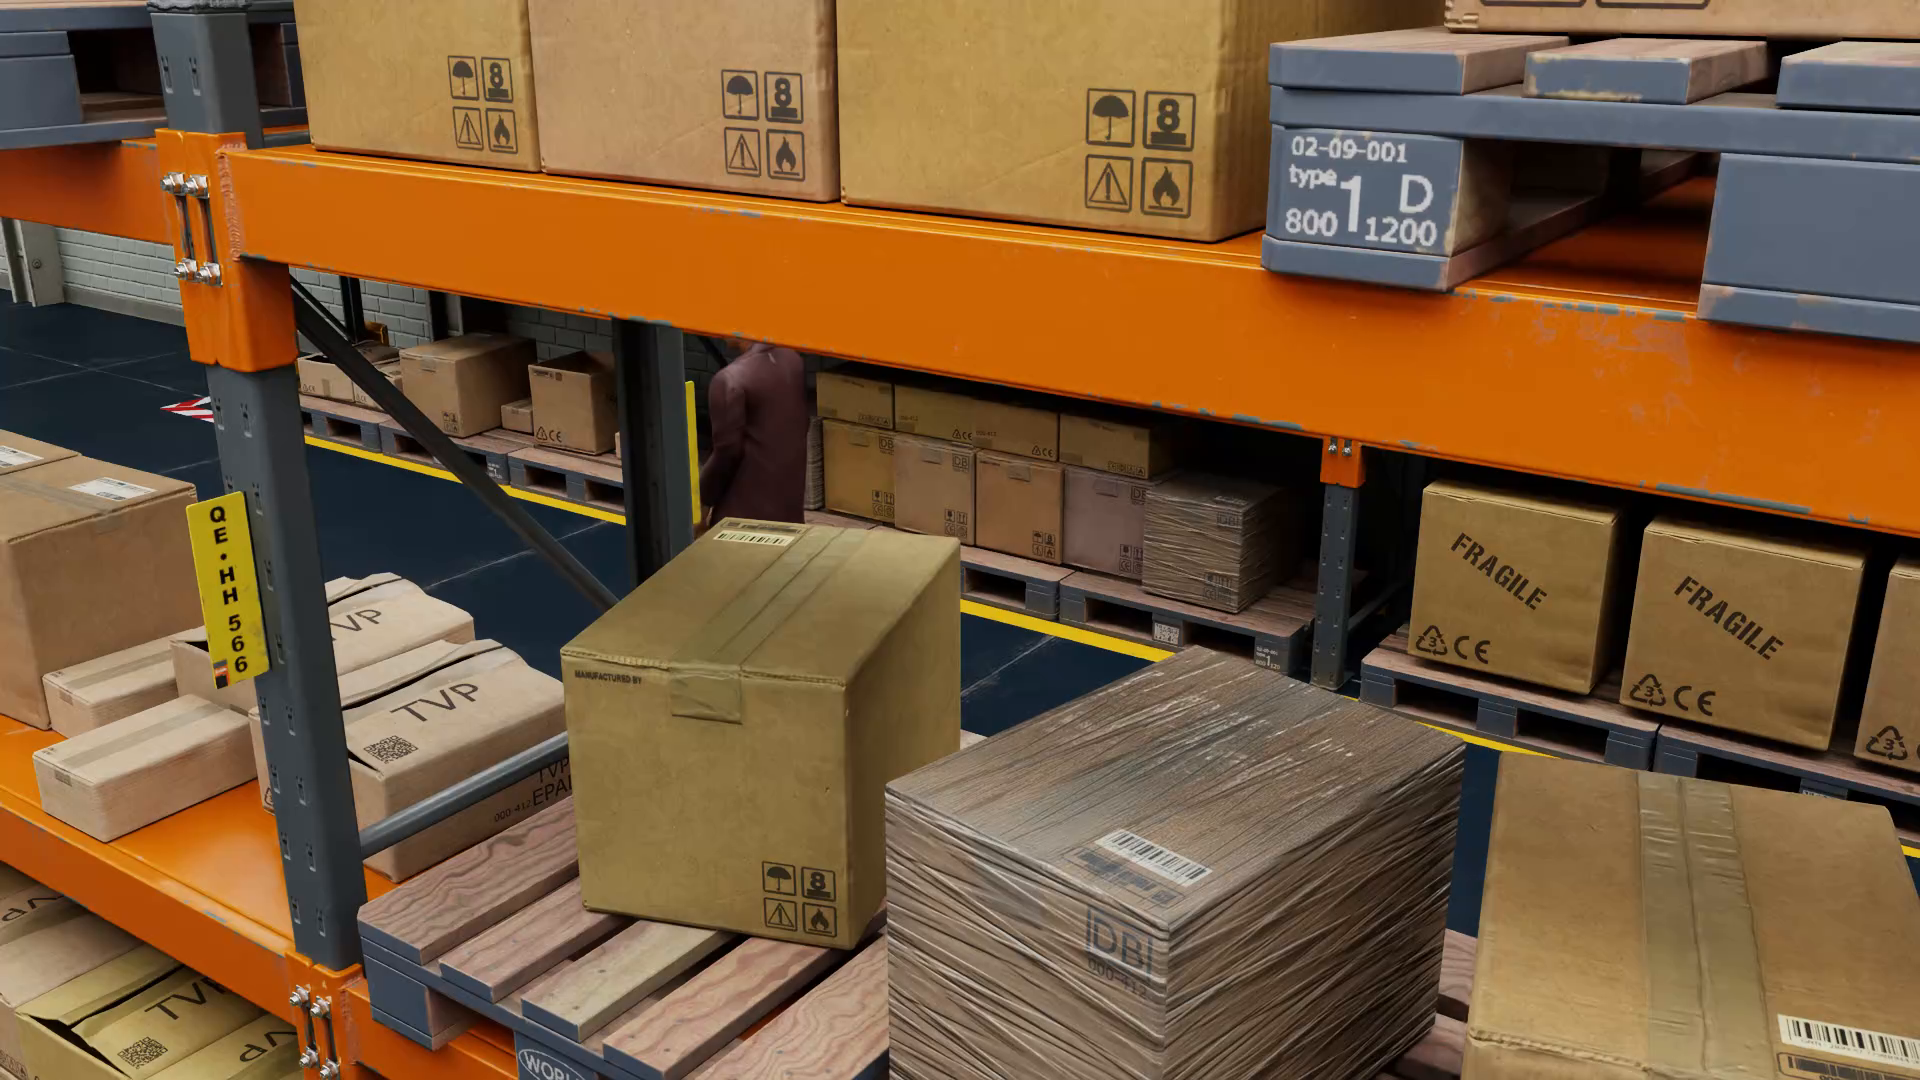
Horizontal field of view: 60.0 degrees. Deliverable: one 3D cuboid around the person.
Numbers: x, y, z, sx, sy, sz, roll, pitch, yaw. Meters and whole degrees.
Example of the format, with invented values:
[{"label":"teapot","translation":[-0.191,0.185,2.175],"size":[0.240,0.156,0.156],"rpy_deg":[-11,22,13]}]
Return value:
[{"label":"person","translation":[-0.874,-0.177,7.083],"size":[0.424,1.779,0.586],"rpy_deg":[12,23,31]}]
